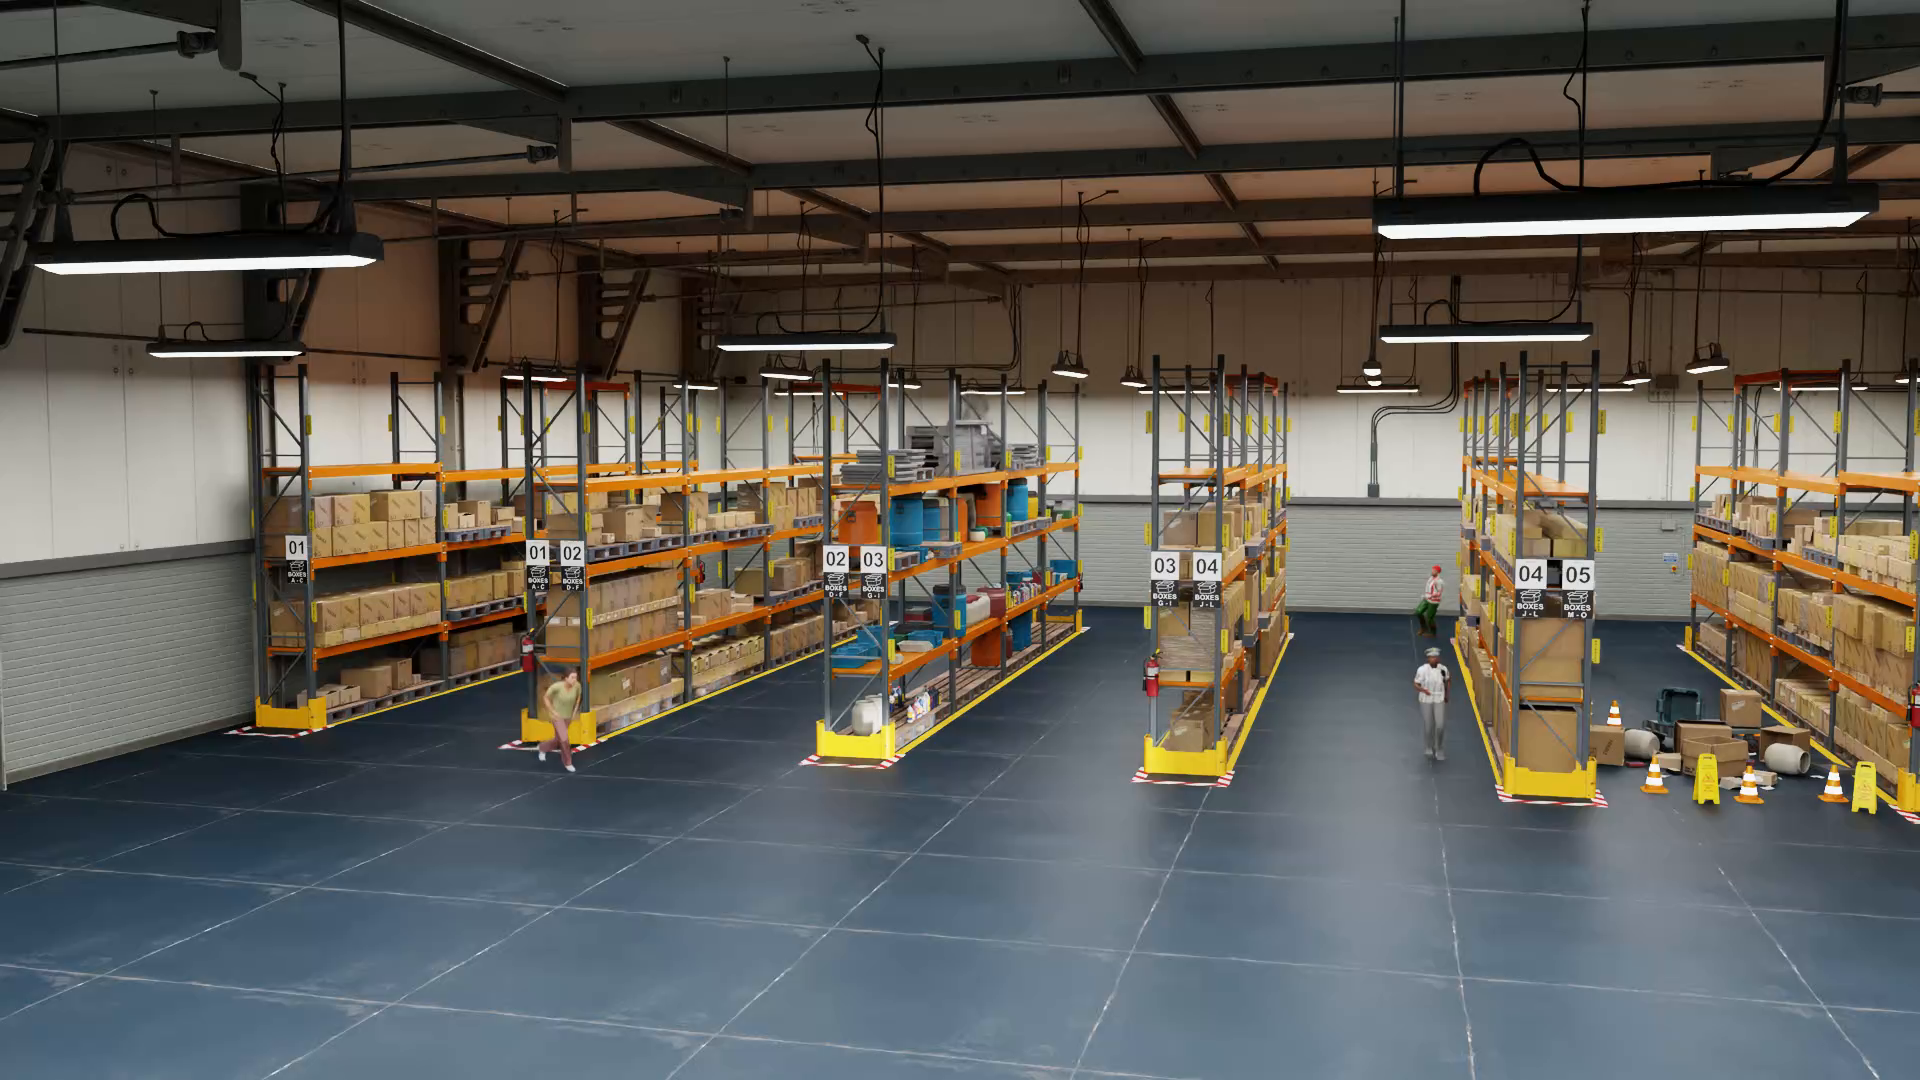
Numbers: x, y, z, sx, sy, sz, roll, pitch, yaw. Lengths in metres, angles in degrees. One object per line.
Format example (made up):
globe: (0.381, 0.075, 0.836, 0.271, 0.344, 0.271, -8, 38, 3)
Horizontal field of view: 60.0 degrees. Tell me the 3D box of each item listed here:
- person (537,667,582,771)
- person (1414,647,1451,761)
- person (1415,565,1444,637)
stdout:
person: (-5.856, 2.601, 24.253, 0.582, 1.534, 0.958, -4, 5, -43)
person: (7.084, 2.459, 24.913, 0.572, 1.721, 0.697, 1, 4, 10)
person: (11.003, 1.436, 38.880, 0.652, 1.715, 0.694, -2, 4, -24)
